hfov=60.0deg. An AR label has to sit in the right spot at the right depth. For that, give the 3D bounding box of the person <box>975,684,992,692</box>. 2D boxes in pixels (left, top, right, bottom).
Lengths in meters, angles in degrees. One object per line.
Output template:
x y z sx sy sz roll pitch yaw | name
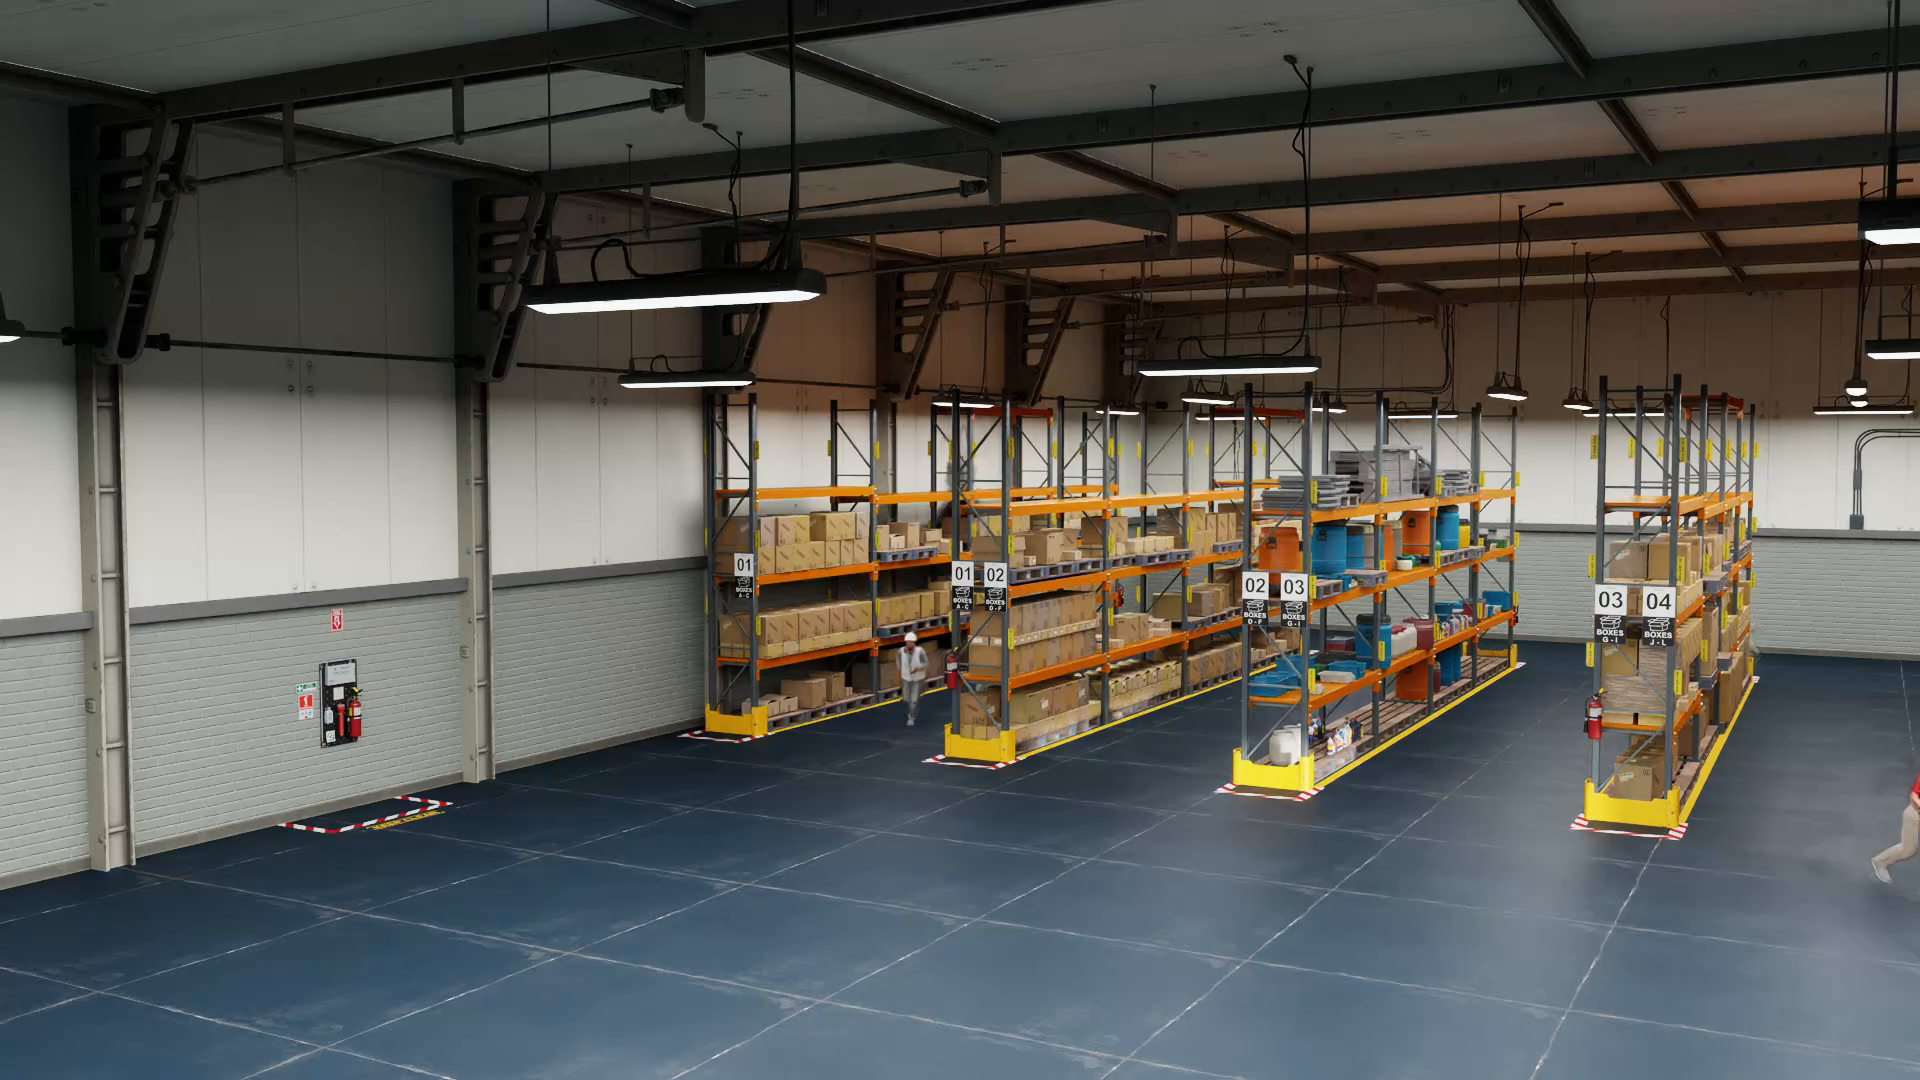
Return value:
0.529 2.613 30.628 0.619 1.508 0.960 2 4 33 | person

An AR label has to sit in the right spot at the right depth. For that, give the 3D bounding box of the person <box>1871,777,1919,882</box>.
10.799 3.192 18.747 0.702 1.693 1.021 -2 4 -29 | person

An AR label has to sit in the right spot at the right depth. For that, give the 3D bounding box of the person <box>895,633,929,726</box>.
-0.876 2.532 30.298 0.649 1.710 0.732 0 3 7 | person

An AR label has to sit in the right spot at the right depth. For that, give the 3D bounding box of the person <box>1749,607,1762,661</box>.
17.458 2.229 36.906 0.630 1.570 0.535 3 4 44 | person
